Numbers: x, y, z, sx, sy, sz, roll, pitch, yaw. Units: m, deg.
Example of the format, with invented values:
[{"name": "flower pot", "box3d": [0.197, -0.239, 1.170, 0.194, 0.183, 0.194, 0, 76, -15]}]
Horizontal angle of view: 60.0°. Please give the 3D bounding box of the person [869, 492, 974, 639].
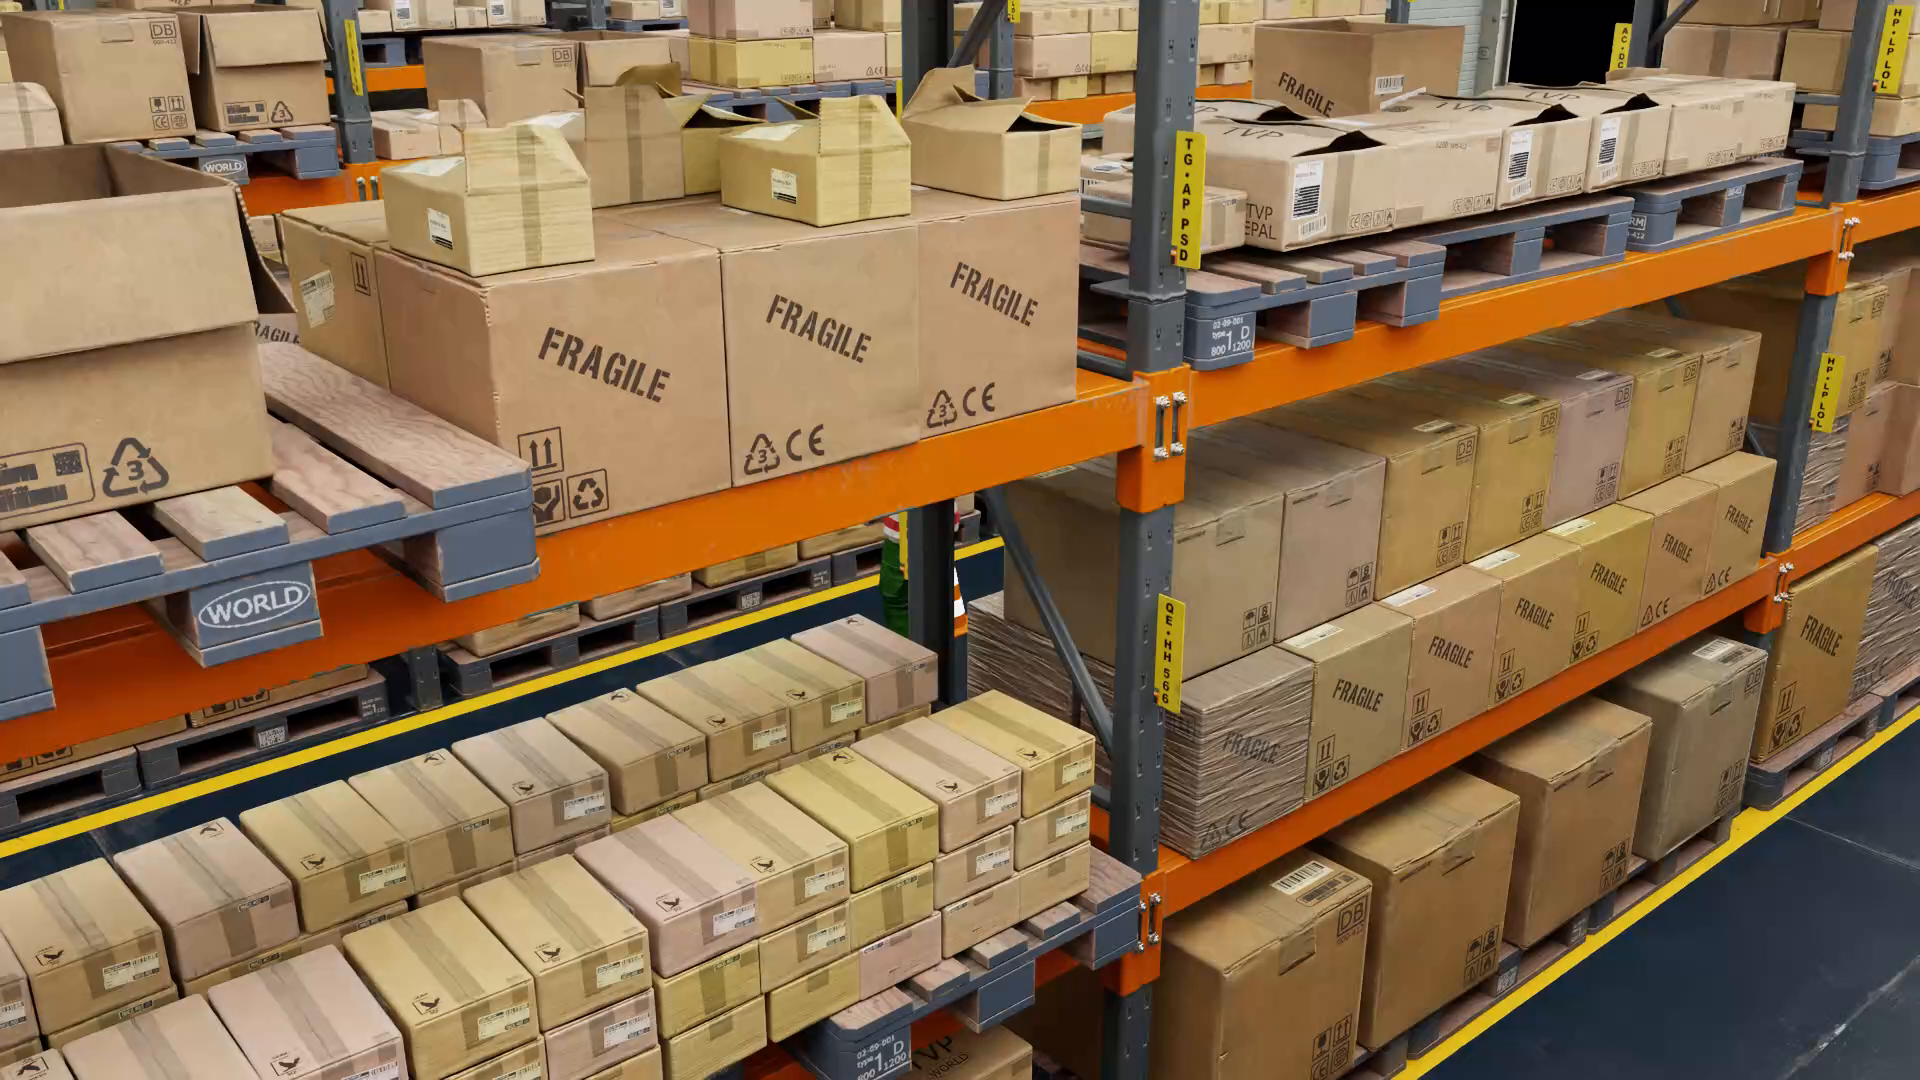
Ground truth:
[{"name": "person", "box3d": [-0.241, -0.055, 8.665, 0.637, 1.787, 0.564, -17, 27, -37]}]
